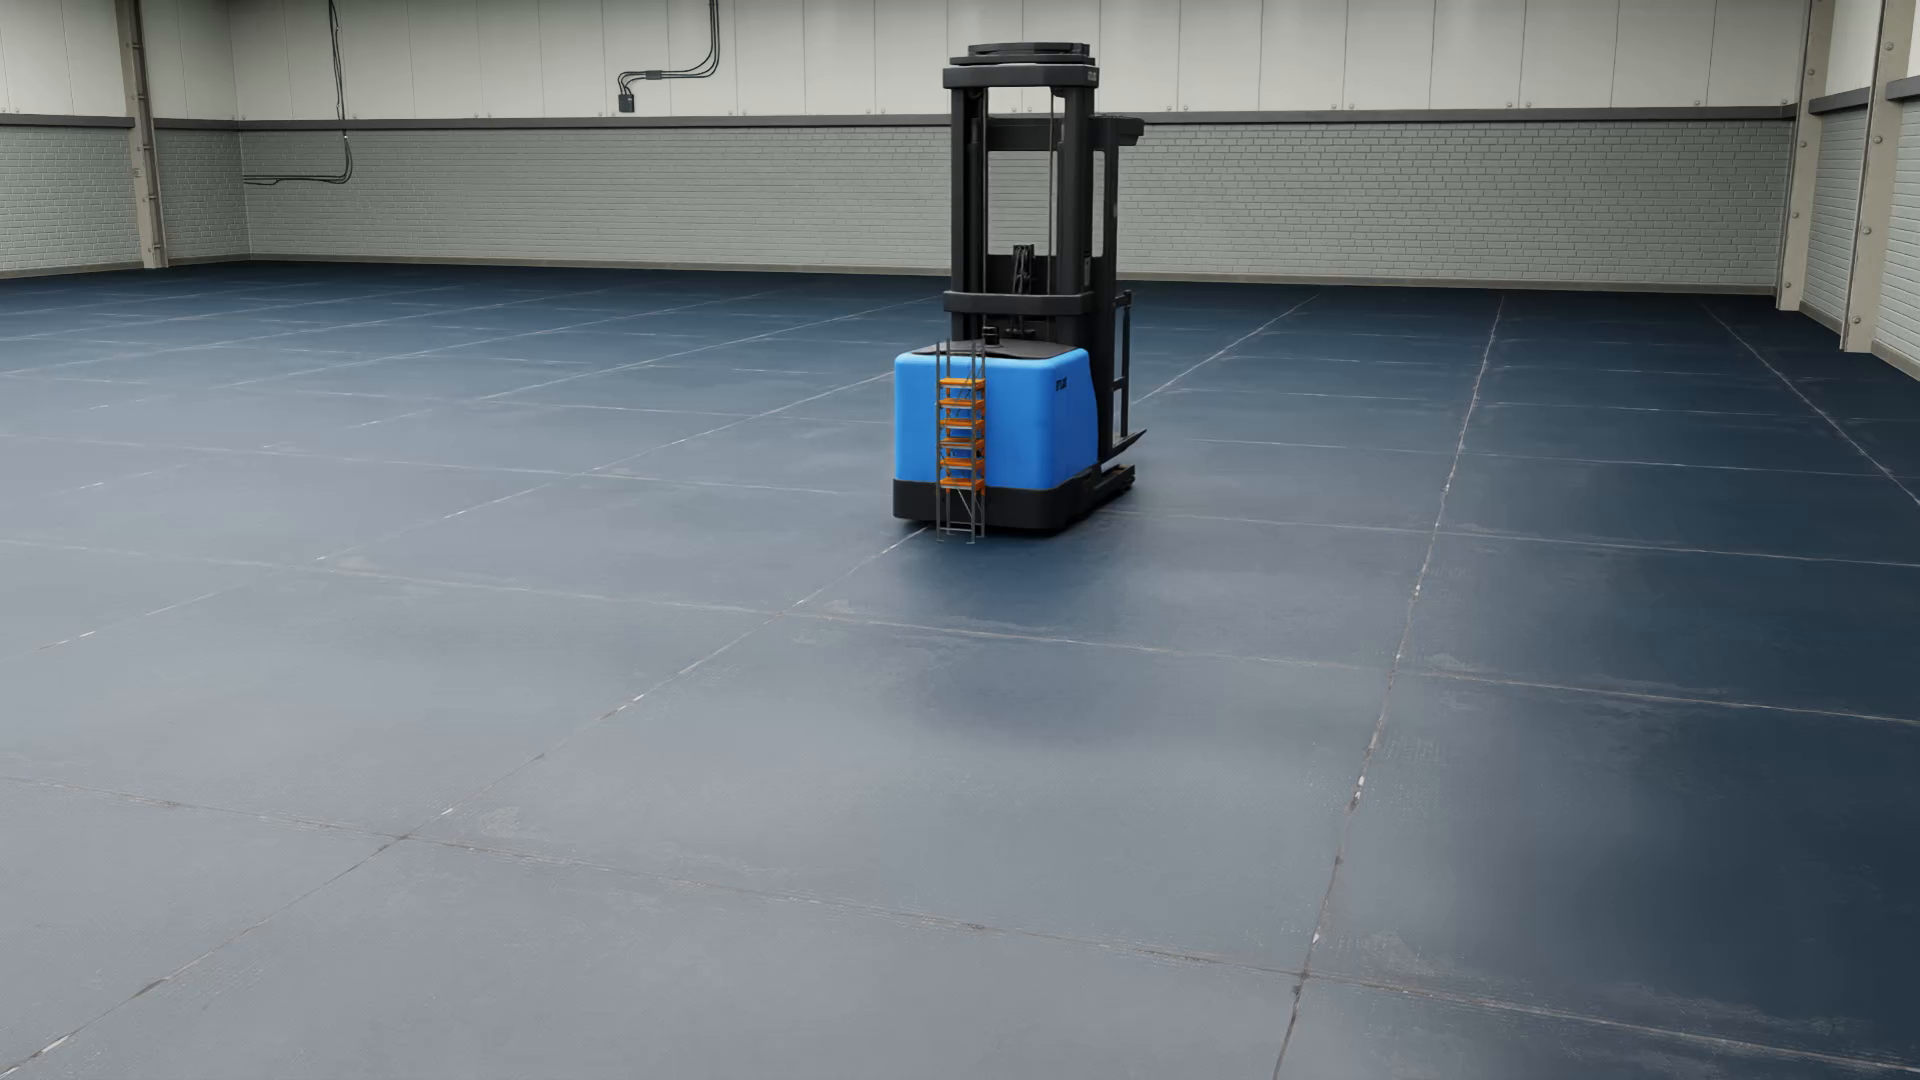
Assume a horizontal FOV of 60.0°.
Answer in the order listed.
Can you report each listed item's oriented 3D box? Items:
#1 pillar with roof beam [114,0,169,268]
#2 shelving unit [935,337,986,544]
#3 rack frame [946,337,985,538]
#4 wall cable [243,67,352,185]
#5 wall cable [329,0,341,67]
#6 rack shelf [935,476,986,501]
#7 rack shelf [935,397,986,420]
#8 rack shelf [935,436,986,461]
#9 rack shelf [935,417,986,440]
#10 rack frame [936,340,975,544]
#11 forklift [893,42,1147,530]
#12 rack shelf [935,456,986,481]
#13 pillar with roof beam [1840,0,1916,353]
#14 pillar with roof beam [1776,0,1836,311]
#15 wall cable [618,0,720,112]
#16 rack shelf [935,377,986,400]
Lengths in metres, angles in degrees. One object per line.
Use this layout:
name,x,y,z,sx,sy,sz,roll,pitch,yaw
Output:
pillar with roof beam,-13.044,-9.878,33.042,9.100,9.000,0.400,4,14,18
shelving unit,0.005,-0.588,9.868,0.258,1.200,0.189,4,14,18
rack frame,0.034,-0.607,9.952,0.240,1.200,0.006,4,14,18
wall cable,-14.913,-9.199,37.046,3.097,2.526,0.112,4,14,18
wall cable,-12.353,-11.466,35.631,3.097,2.526,0.112,4,14,18
rack shelf,0.005,-0.311,9.931,0.258,0.103,0.180,4,14,18
rack shelf,0.005,-0.779,9.824,0.258,0.103,0.180,4,14,18
rack shelf,0.005,-0.545,9.878,0.258,0.103,0.180,4,14,18
rack shelf,0.005,-0.662,9.851,0.258,0.103,0.180,4,14,18
rack frame,-0.025,-0.569,9.783,0.240,1.200,0.006,4,14,18
forklift,0.577,-1.772,11.166,1.130,2.935,3.031,5,14,20
rack shelf,0.005,-0.428,9.904,0.258,0.103,0.180,4,14,18
pillar with roof beam,6.673,-6.966,20.286,9.100,9.000,0.400,4,14,18
pillar with roof beam,8.614,-8.230,25.821,9.100,9.000,0.400,4,14,18
wall cable,-5.936,-11.684,33.313,2.305,6.003,0.169,4,14,18
rack shelf,0.005,-0.896,9.798,0.258,0.103,0.180,4,14,18
